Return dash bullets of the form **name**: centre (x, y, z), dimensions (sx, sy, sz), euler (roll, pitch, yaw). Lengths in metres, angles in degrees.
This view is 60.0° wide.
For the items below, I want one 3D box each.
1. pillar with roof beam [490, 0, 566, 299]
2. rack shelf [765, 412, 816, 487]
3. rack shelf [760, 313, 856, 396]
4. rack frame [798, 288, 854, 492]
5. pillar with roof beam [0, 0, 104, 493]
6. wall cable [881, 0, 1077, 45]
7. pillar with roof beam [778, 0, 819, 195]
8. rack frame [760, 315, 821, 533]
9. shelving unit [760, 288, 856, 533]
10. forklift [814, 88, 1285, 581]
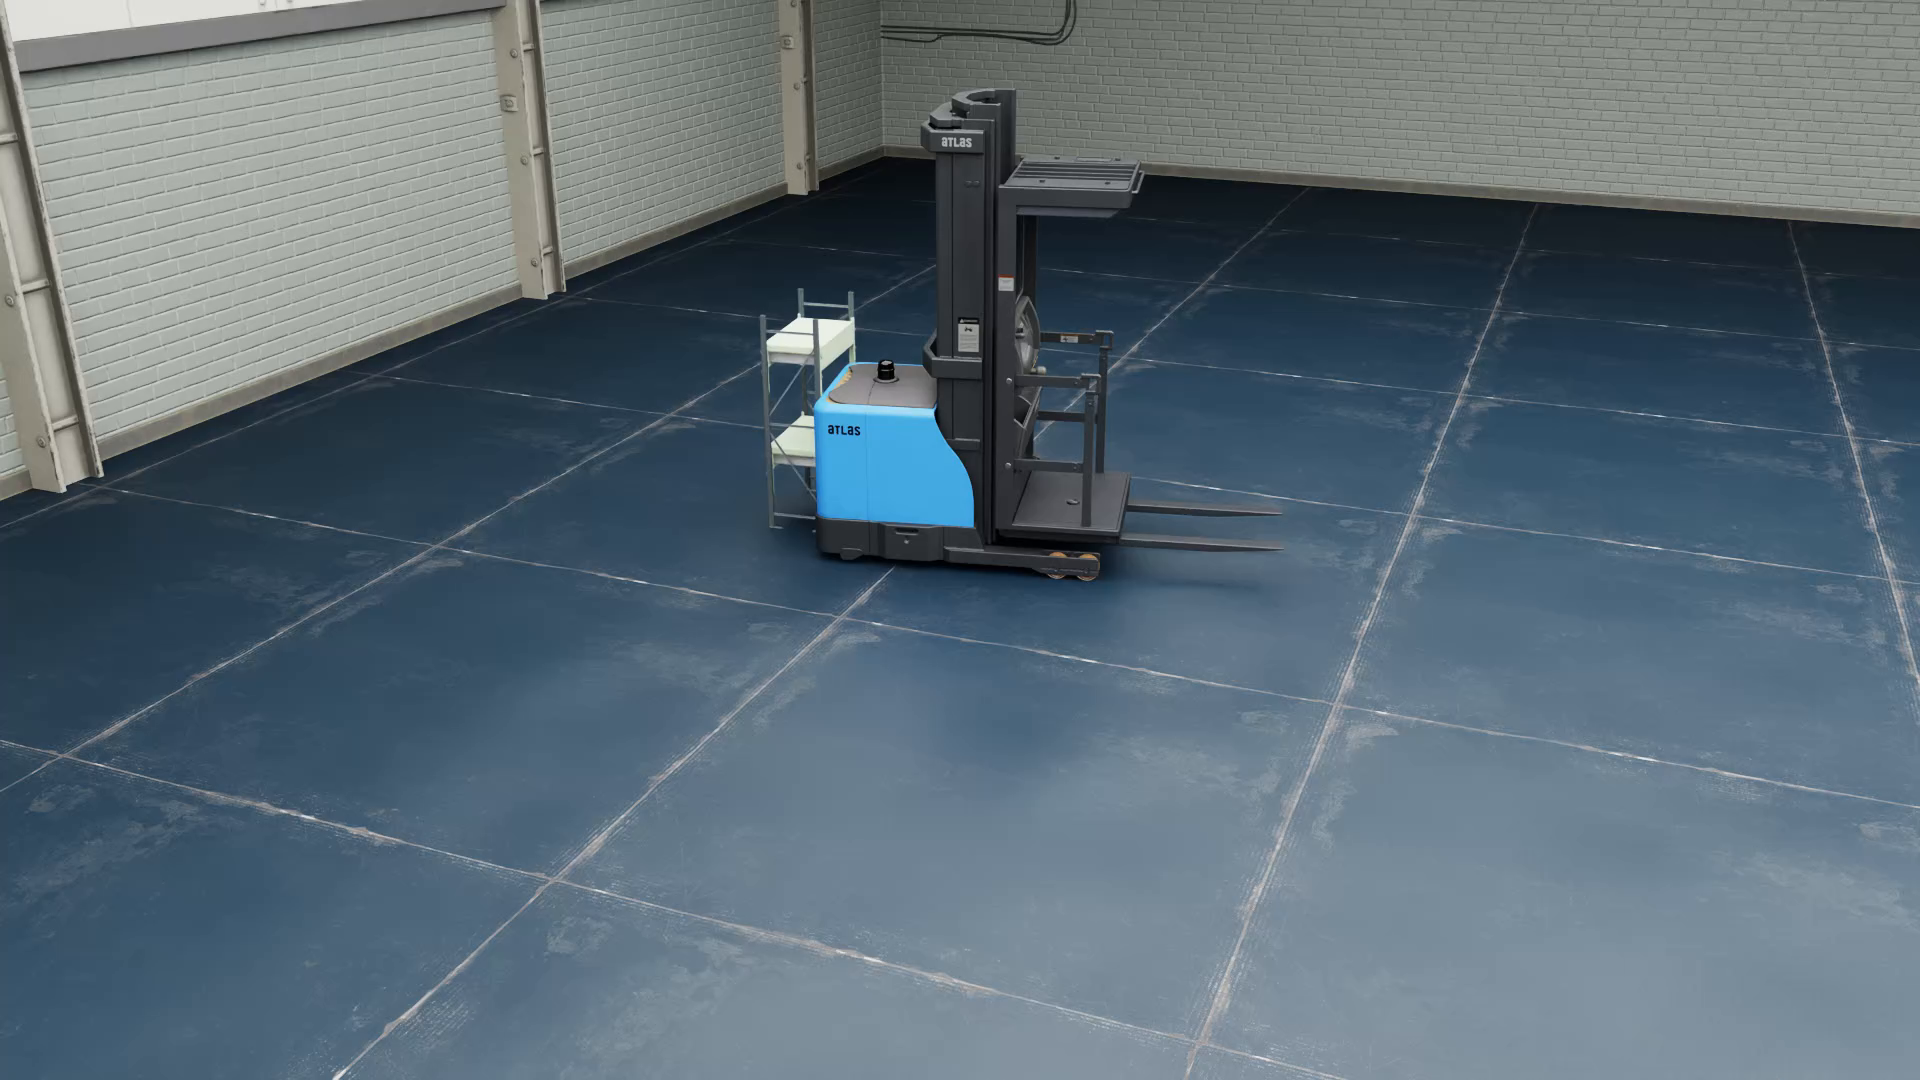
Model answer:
- **pillar with roof beam**: centre (-0.370, -6.117, 14.219), dimensions (9.100, 9.000, 0.400), euler (9, 24, 20)
- **rack shelf**: centre (-1.021, -0.594, 11.572), dimensions (0.431, 0.370, 0.720), euler (6, 23, 14)
- **rack shelf**: centre (-1.021, -1.255, 11.296), dimensions (0.431, 0.370, 0.720), euler (6, 23, 14)
- **rack frame**: centre (-0.928, -1.031, 11.773), dimensions (0.400, 1.500, 0.023), euler (6, 23, 14)
- **pillar with roof beam**: centre (-2.599, -3.970, 9.079), dimensions (9.100, 9.000, 0.400), euler (9, 24, 20)
- **wall cable**: centre (0.184, -8.313, 23.504), dimensions (3.097, 2.526, 0.112), euler (9, 24, 20)
- **pillar with roof beam**: centre (1.859, -8.264, 19.360), dimensions (9.100, 9.000, 0.400), euler (9, 24, 20)
- **rack frame**: centre (-1.115, -0.758, 11.120), dimensions (0.400, 1.500, 0.023), euler (6, 23, 14)
- **shelving unit**: centre (-1.021, -0.895, 11.447), dimensions (0.431, 1.500, 0.755), euler (6, 23, 14)
- **forklift**: centre (0.617, -1.313, 10.591), dimensions (3.031, 2.935, 1.130), euler (4, 23, 9)
